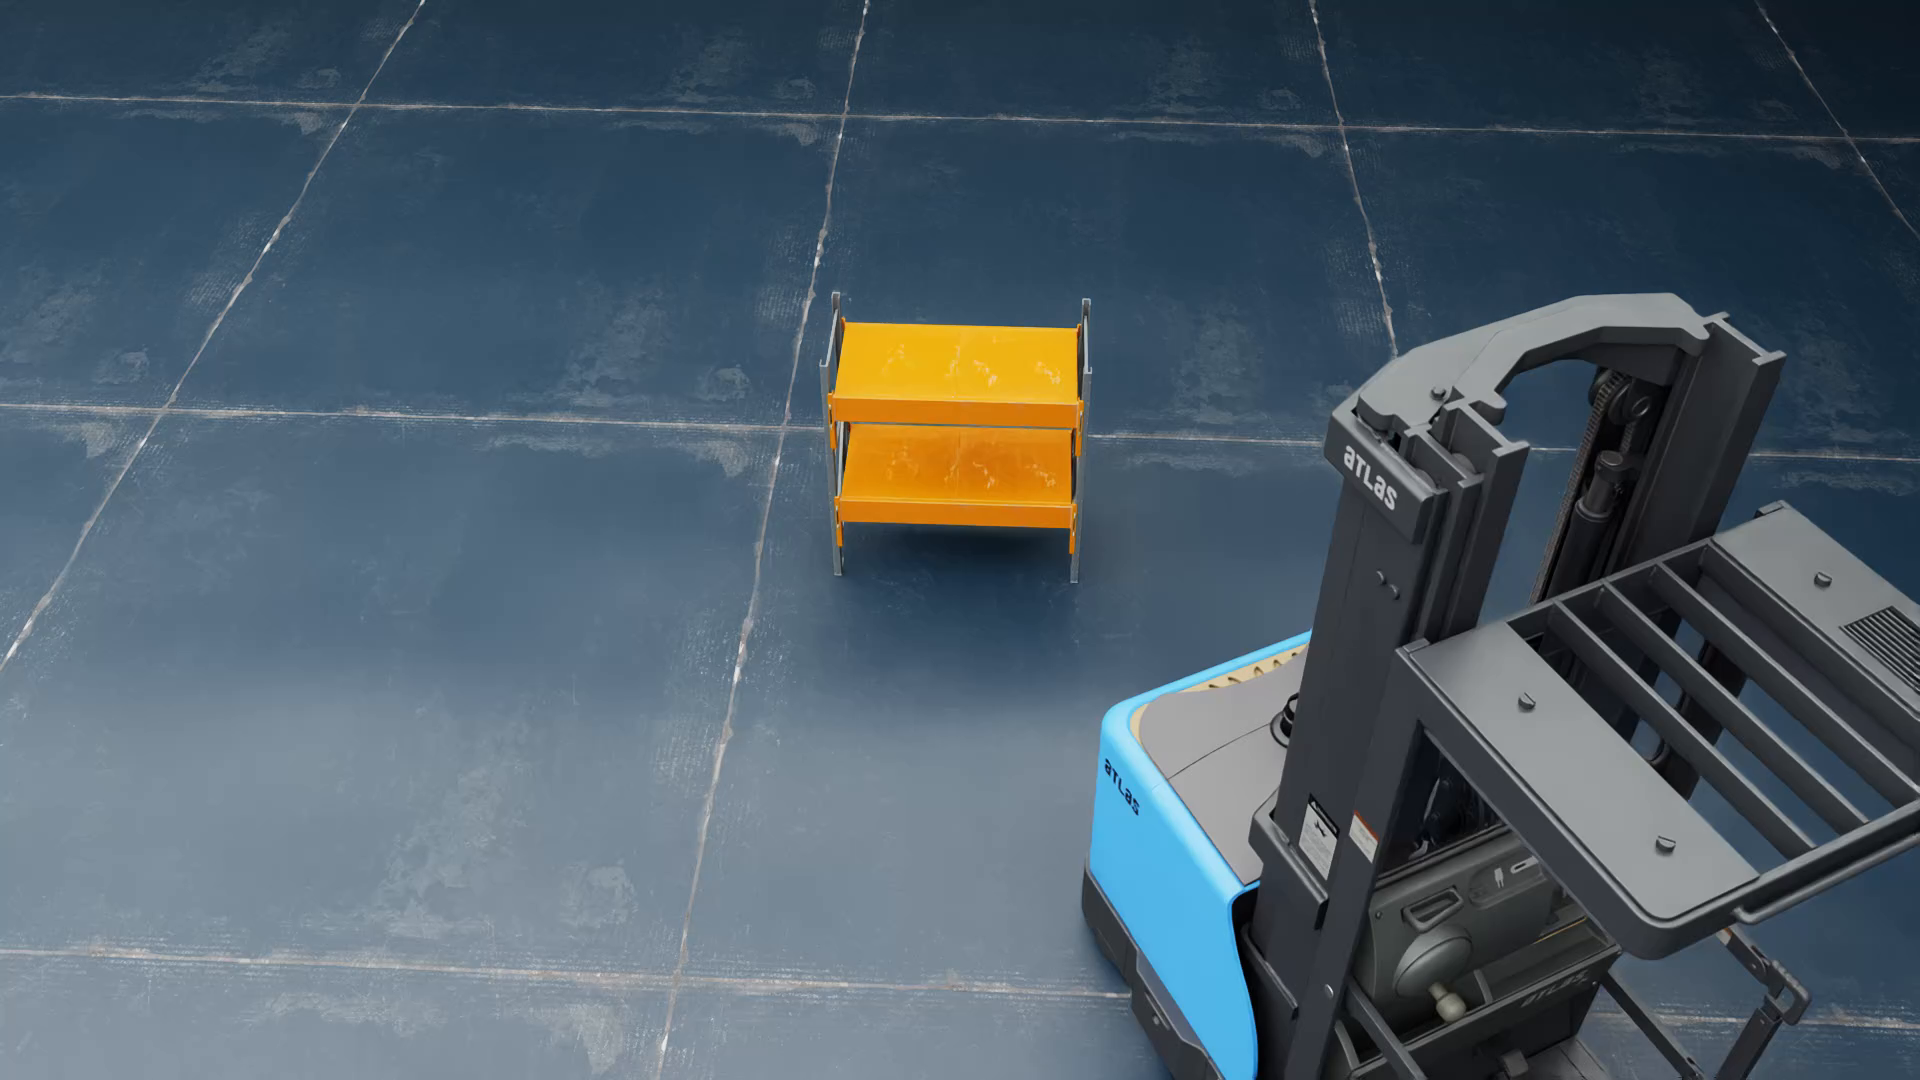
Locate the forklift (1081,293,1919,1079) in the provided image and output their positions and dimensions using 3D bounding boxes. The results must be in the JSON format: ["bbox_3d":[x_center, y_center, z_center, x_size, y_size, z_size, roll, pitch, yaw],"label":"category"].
[{"bbox_3d":[1.520,1.005,4.107,1.130,2.935,3.031,-18,46,-19],"label":"forklift"}]

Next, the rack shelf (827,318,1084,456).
[{"bbox_3d":[-0.007,-0.626,6.753,1.000,0.278,0.538,2,43,2],"label":"rack shelf"}]

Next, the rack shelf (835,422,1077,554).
[{"bbox_3d":[-0.007,-0.233,7.119,1.000,0.278,0.538,2,43,2],"label":"rack shelf"}]

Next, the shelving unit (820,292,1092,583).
[{"bbox_3d":[-0.007,-0.412,6.952,1.048,1.125,0.538,2,43,2],"label":"shelving unit"}]

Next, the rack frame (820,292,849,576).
[{"bbox_3d":[-0.515,-0.427,6.969,0.032,1.125,0.500,2,43,2],"label":"rack frame"}]

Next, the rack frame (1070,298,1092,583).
[{"bbox_3d":[0.501,-0.396,6.935,0.032,1.125,0.500,2,43,2],"label":"rack frame"}]
